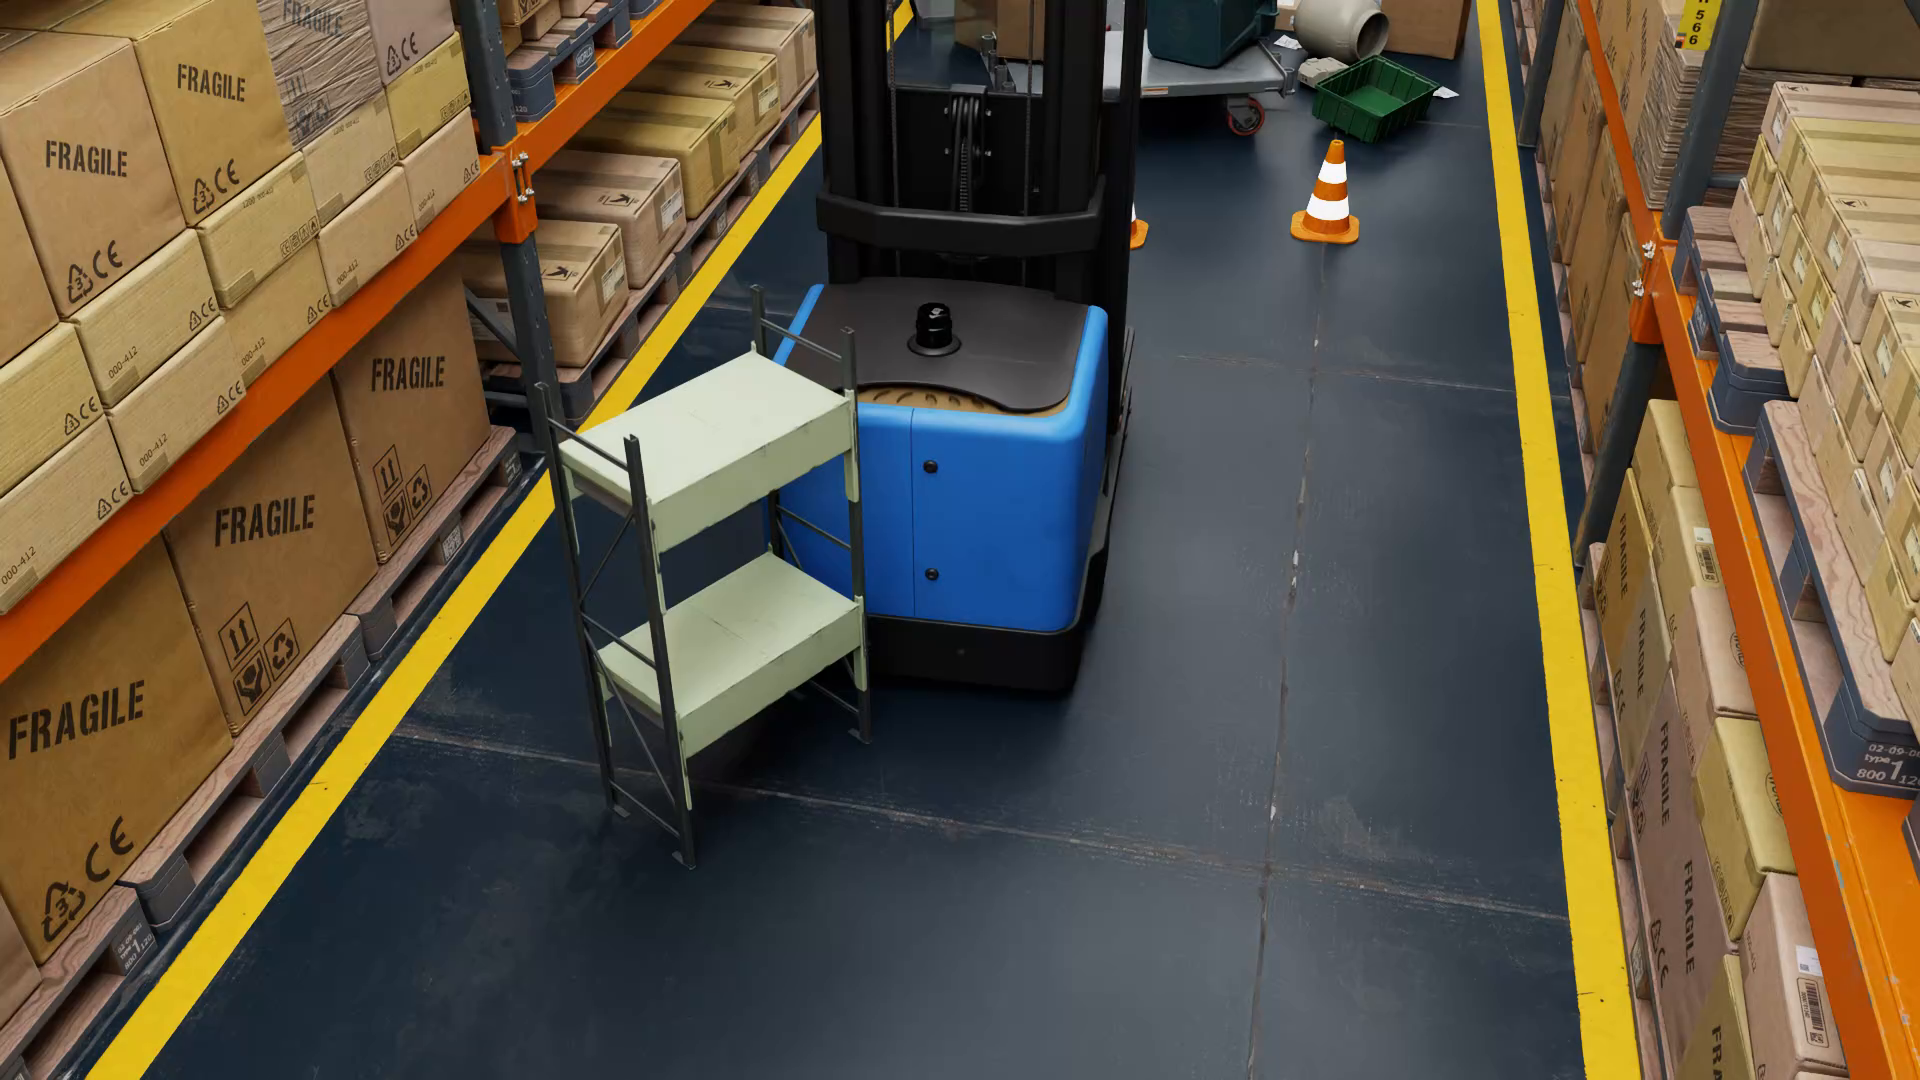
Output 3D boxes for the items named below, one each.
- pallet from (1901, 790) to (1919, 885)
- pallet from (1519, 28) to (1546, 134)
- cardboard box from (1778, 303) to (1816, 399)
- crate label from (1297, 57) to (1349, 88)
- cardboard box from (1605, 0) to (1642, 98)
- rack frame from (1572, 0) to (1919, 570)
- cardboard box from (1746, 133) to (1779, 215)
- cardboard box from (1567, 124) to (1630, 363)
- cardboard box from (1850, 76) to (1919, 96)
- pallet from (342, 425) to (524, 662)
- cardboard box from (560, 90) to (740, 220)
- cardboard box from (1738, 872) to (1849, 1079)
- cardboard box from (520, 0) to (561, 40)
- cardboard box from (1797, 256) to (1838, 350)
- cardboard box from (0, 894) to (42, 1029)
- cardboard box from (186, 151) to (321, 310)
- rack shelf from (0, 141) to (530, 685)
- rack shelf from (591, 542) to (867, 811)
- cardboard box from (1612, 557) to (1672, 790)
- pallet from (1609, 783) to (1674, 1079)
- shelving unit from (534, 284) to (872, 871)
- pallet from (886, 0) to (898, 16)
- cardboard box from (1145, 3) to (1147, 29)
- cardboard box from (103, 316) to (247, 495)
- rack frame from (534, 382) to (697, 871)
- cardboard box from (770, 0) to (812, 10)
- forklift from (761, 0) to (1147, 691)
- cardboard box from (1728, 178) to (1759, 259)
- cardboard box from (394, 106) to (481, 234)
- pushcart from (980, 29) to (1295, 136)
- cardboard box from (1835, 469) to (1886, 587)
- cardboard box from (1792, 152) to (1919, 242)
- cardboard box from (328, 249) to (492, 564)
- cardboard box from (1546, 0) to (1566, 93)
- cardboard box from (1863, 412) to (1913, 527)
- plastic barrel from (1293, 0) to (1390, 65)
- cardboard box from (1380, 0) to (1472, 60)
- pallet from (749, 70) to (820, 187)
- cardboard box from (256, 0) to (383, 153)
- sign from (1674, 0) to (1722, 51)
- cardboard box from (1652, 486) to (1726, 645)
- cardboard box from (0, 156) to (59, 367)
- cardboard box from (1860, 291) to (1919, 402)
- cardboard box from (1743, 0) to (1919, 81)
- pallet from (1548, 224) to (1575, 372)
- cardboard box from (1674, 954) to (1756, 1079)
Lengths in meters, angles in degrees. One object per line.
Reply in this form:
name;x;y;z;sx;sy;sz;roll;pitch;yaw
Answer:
pallet;2.207;0.870;2.657;1.003;0.211;1.213;7;37;10
pallet;3.850;-2.671;9.756;1.003;0.211;1.213;7;37;10
cardboard box;2.293;-0.455;4.177;0.380;0.149;0.250;9;37;12
crate label;2.188;-2.799;9.995;0.298;0.136;0.250;-17;39;-22
cardboard box;2.805;-1.986;6.348;0.500;0.500;0.500;7;36;9
rack frame;2.756;-1.081;5.185;1.000;3.000;0.127;7;37;10
cardboard box;2.457;-1.018;4.701;0.380;0.149;0.250;9;37;12
cardboard box;3.158;-1.179;6.881;1.050;0.750;0.750;8;37;11
cardboard box;3.116;-1.345;5.464;0.500;0.500;0.500;8;37;10
pallet;-2.343;-0.072;6.169;1.003;0.211;1.213;7;37;10
cardboard box;-1.653;-1.930;8.239;0.950;0.372;0.625;8;37;12
cardboard box;1.937;0.999;3.449;0.500;0.250;0.500;9;37;12
cardboard box;-1.757;-2.033;6.355;0.380;0.149;0.250;5;36;7
cardboard box;2.294;-0.564;4.075;0.380;0.149;0.250;7;37;10
cardboard box;-2.901;0.975;3.802;0.875;0.875;0.875;8;37;11
cardboard box;-2.151;-0.885;4.617;0.500;0.250;0.500;6;36;9
rack shelf;-2.528;-0.206;4.591;1.077;0.370;4.000;7;37;10
rack shelf;-0.685;0.392;4.987;0.431;0.370;0.720;28;45;33
cardboard box;2.252;0.423;4.882;0.500;0.500;0.500;8;37;11
pallet;2.325;1.193;4.424;1.003;0.211;1.213;7;37;10
shelving unit;-0.685;0.128;4.796;0.431;1.500;0.755;28;45;33
pallet;-0.879;-3.899;11.449;1.003;0.211;1.213;7;37;10
cardboard box;1.514;-3.412;10.414;0.797;0.637;0.503;7;37;10
cardboard box;-2.254;-0.383;4.350;0.500;0.250;0.500;7;36;9
rack frame;-0.933;0.286;4.578;0.400;1.500;0.023;28;45;33
cardboard box;-0.857;-3.298;10.229;0.500;0.250;0.500;6;36;8
forklift;0.105;-1.551;5.893;1.130;2.935;3.031;6;36;8
cardboard box;2.464;-0.918;4.817;0.380;0.149;0.250;7;36;9
cardboard box;-1.955;-1.260;5.561;0.500;0.250;0.500;6;36;8
pushcart;0.991;-2.618;9.540;1.648;0.377;0.936;-5;36;-6
cardboard box;2.126;-0.009;3.562;0.380;0.149;0.250;6;36;8
cardboard box;2.357;-0.855;4.223;0.380;0.149;0.250;7;37;10
cardboard box;-2.330;-0.568;5.930;0.875;0.875;0.875;7;37;10
cardboard box;3.814;-3.036;9.335;0.875;0.875;0.875;8;37;11
cardboard box;2.130;-0.124;3.468;0.380;0.149;0.250;9;37;12
plastic barrel;2.355;-3.174;10.268;0.421;0.421;0.512;-24;42;-30
cardboard box;2.940;-3.382;10.488;0.500;0.500;0.500;14;38;18
pallet;-1.411;-2.361;9.328;1.003;0.211;1.213;7;37;10
cardboard box;-2.057;-1.464;4.777;0.500;0.500;0.500;8;37;11
sign;2.214;-1.617;4.939;0.100;0.325;0.005;7;37;10
cardboard box;2.264;0.113;4.671;0.500;0.250;0.500;7;37;9
cardboard box;-2.389;-0.594;3.576;0.500;0.500;0.500;6;36;9
cardboard box;2.189;-0.396;3.589;0.380;0.149;0.250;8;37;11
cardboard box;2.862;-1.782;5.216;0.700;0.500;0.500;7;37;10
pallet;3.261;-1.092;7.576;1.003;0.211;1.213;7;37;10
cardboard box;1.924;1.304;3.666;0.500;0.500;0.500;6;36;9
